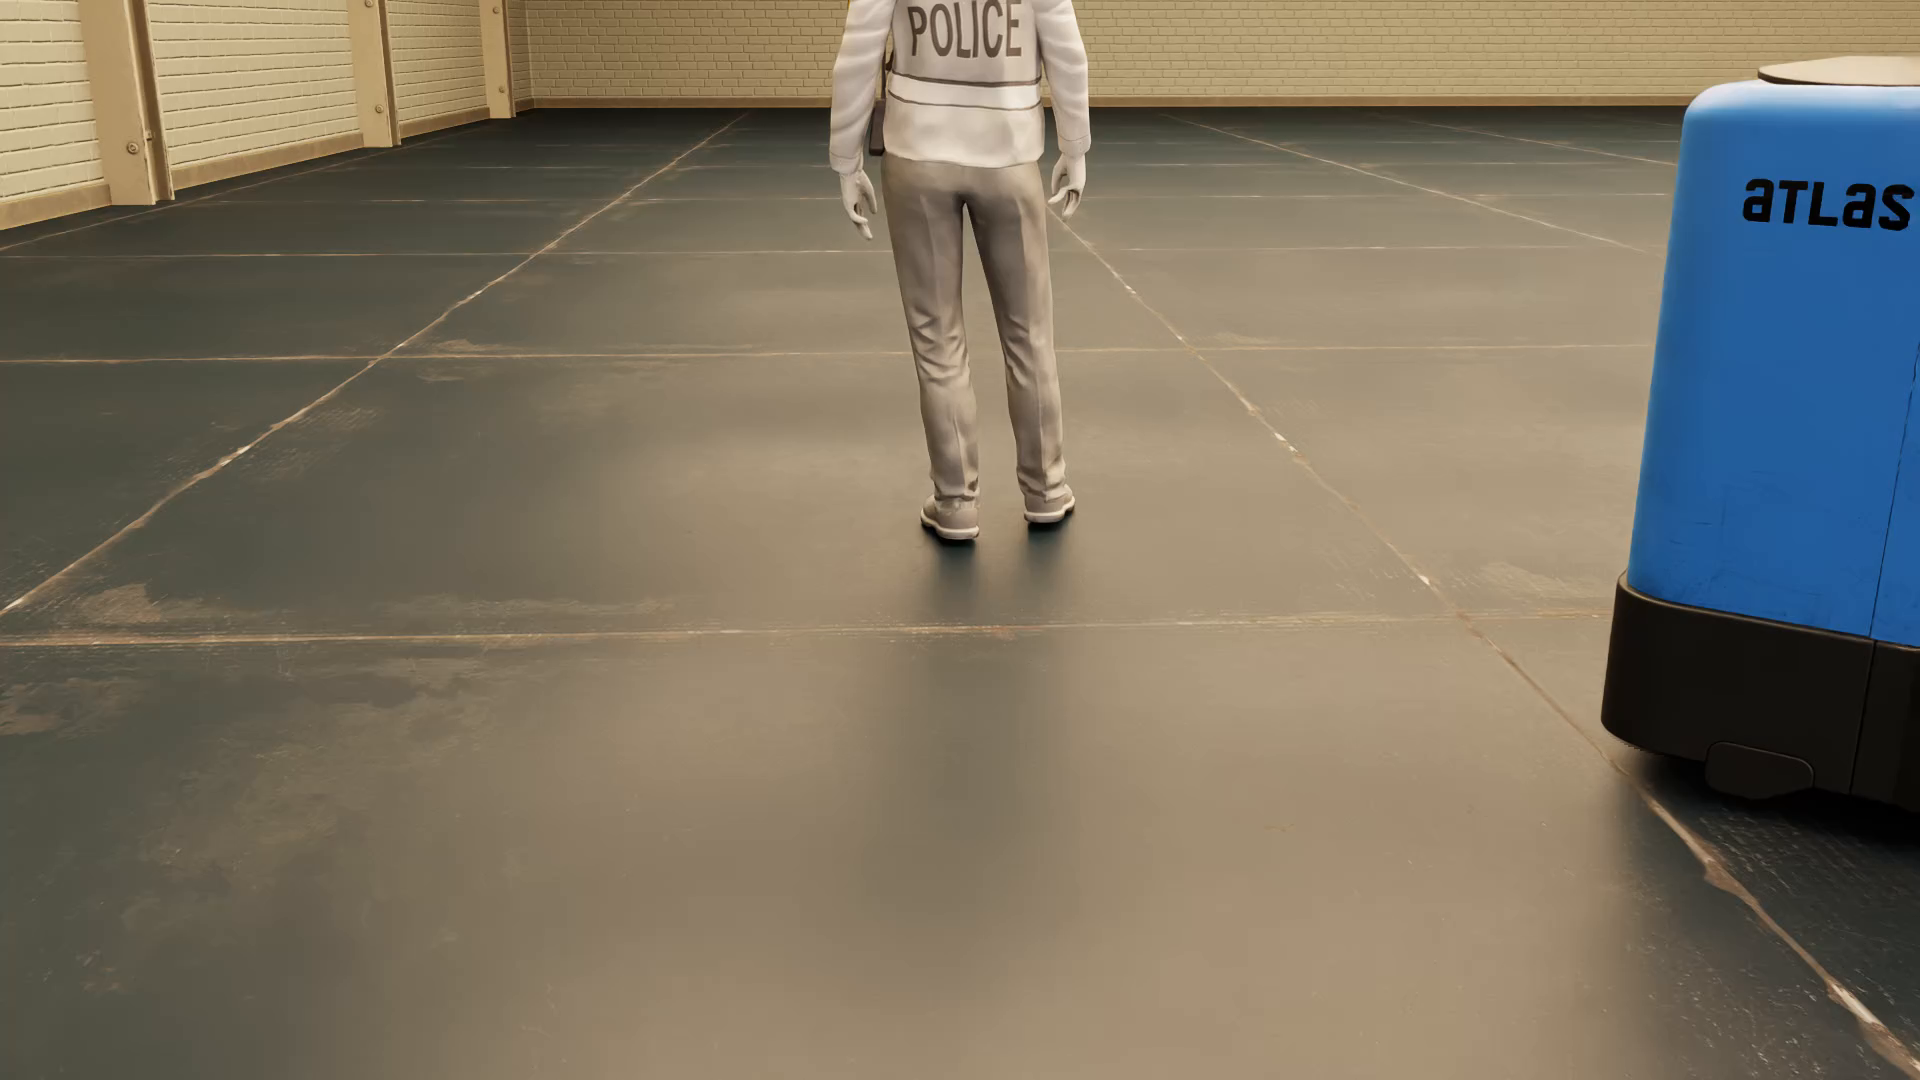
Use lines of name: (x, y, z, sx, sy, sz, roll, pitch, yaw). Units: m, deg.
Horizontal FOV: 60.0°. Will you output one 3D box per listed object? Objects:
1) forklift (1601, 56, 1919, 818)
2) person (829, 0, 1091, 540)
forklift: (2.536, -0.891, 1.820, 3.031, 2.935, 1.130, 12, 21, 33)
person: (0.003, -0.837, 3.734, 0.587, 1.695, 0.531, -1, 17, -3)
